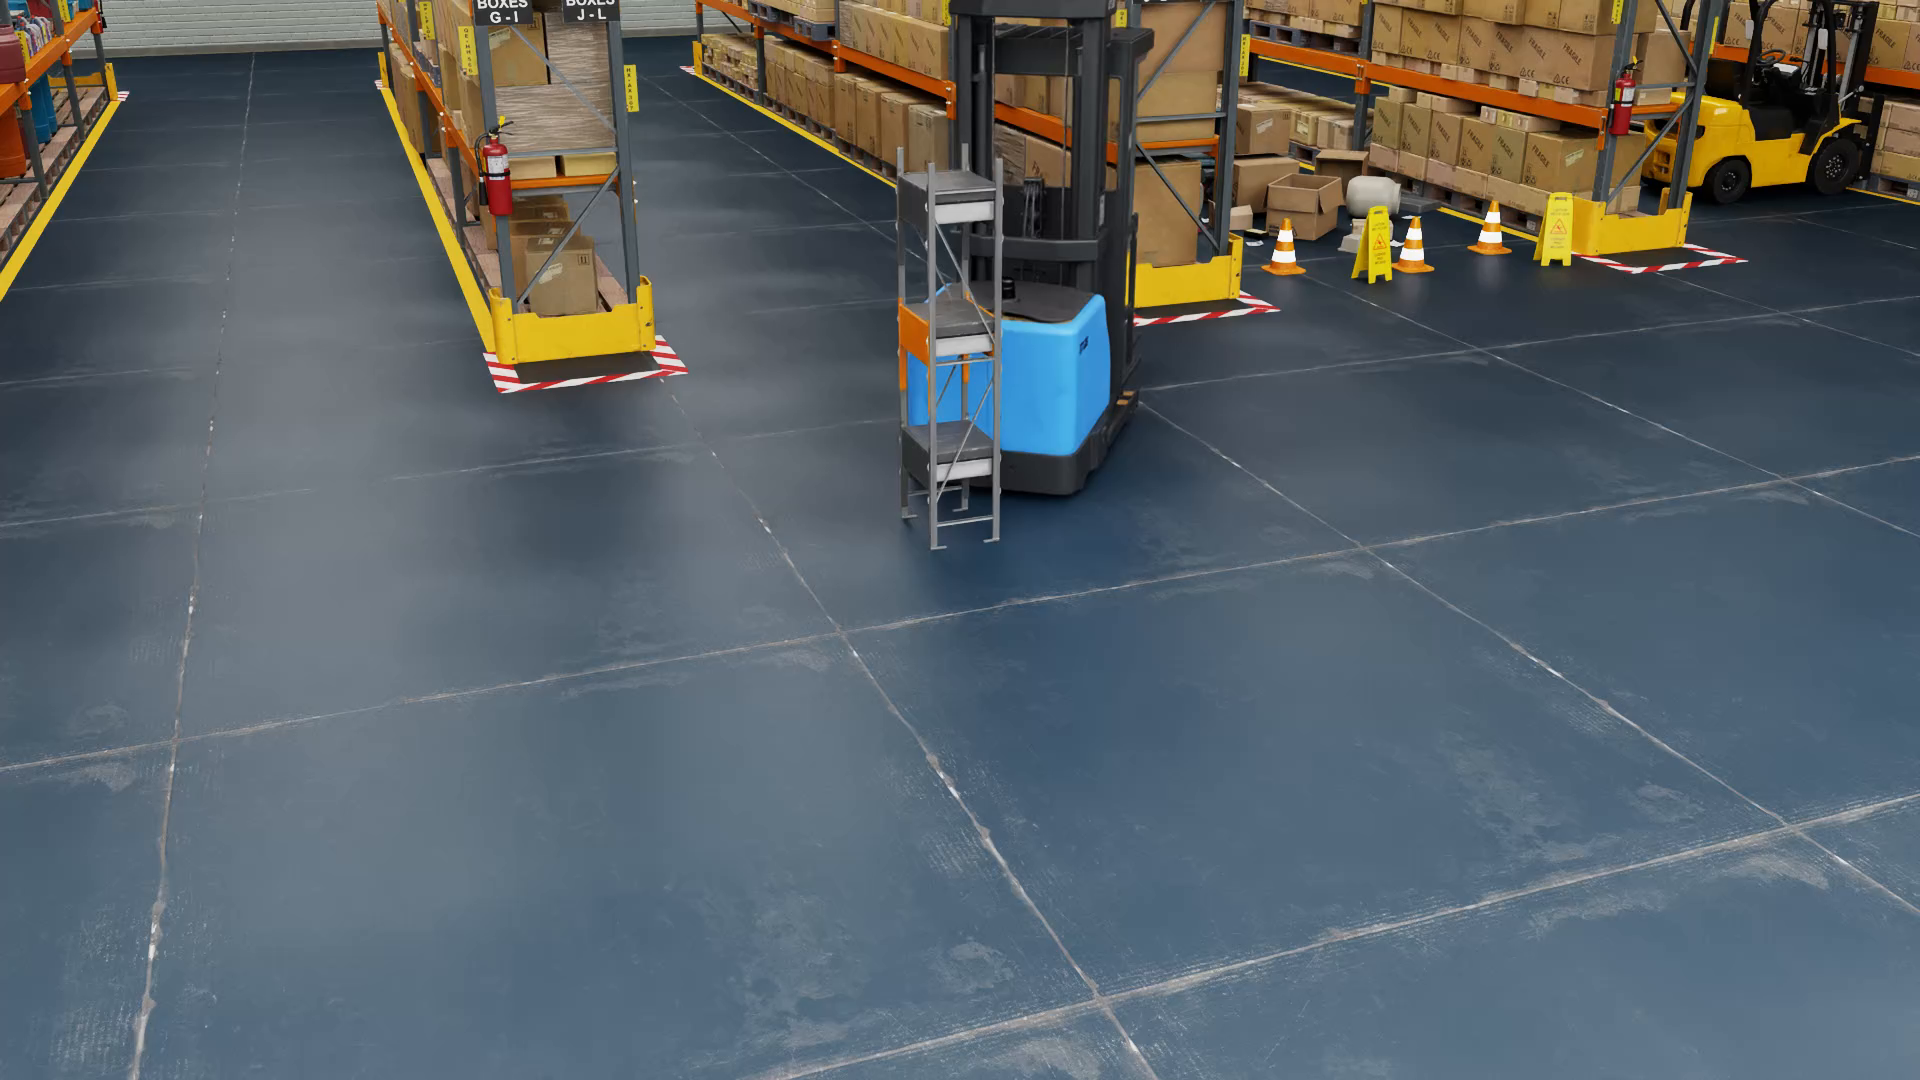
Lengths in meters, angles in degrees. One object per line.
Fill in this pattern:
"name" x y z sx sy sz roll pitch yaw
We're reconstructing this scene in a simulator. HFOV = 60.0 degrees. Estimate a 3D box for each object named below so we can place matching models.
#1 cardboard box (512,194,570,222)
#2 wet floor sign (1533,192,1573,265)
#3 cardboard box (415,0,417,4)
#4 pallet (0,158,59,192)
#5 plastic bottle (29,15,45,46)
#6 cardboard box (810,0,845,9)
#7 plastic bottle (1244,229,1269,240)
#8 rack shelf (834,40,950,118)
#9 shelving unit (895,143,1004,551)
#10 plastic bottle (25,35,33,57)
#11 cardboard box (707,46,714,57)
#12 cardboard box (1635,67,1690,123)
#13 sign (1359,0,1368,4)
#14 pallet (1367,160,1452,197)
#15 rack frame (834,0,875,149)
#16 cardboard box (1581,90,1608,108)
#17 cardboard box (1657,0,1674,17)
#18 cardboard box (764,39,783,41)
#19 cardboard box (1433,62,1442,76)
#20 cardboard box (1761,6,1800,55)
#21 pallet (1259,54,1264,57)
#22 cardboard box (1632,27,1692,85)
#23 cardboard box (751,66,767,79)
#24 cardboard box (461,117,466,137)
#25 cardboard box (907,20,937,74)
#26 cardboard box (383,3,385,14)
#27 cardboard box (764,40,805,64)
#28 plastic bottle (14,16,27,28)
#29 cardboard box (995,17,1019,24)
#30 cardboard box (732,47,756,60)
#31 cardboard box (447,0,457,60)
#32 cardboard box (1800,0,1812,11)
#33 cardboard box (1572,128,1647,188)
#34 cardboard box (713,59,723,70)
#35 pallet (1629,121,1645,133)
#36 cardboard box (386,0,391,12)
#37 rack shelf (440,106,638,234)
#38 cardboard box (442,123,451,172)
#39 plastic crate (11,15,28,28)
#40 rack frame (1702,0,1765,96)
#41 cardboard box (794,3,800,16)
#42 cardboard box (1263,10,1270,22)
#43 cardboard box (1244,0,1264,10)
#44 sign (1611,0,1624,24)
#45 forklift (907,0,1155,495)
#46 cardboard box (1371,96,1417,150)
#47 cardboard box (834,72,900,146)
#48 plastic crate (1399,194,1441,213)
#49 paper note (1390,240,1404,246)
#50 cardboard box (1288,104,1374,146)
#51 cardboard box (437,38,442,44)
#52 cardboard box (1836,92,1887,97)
"cardboard box" -3.699 -2.713 14.503 0.500 0.500 0.500 -11 25 -24
"wet floor sign" 5.445 -2.850 15.181 0.267 0.644 0.232 0 23 -1
"cardboard box" -6.189 -6.711 19.890 0.797 0.503 0.637 -8 24 -18
"pallet" -10.669 -4.014 18.501 1.003 0.211 1.213 -8 24 -19
"plastic bottle" -11.068 -6.093 19.906 0.144 0.351 0.185 -8 24 -19
"cardboard box" -1.642 -6.673 20.621 0.380 0.149 0.250 -8 24 -18
"plastic bottle" 2.878 -3.002 16.295 0.133 0.061 0.283 -18 29 -37
"rack shelf" -0.335 -5.283 18.849 1.077 0.370 4.000 -8 24 -19
"shelving unit" -0.058 -1.028 8.985 0.431 2.100 0.503 -8 24 -19
"plastic bottle" -10.625 -5.626 18.902 0.097 0.271 0.097 0 23 0
"cardboard box" -3.879 -7.932 26.955 0.380 0.149 0.250 -8 24 -19
"cardboard box" 9.147 -5.857 21.800 0.875 0.625 0.625 -9 24 -20
"sign" 4.448 -6.060 18.275 0.100 0.325 0.005 -8 24 -19
"pallet" 5.237 -4.080 18.658 1.003 0.211 1.213 -8 24 -19
"rack frame" -1.042 -6.341 20.434 1.000 3.000 0.127 -8 24 -19
"cardboard box" 6.047 -4.141 15.537 0.380 0.149 0.250 -8 24 -17
"cardboard box" 9.007 -6.777 21.016 0.500 0.250 0.500 -9 24 -20
"cardboard box" -3.019 -7.876 26.438 0.380 0.149 0.250 -7 24 -17
"cardboard box" 5.216 -4.966 17.493 0.380 0.149 0.250 -8 24 -19
"cardboard box" 9.721 -5.948 19.372 0.500 0.500 0.500 -8 24 -18
"pallet" 5.679 -9.044 30.437 1.003 0.211 1.213 -8 24 -19
"cardboard box" 6.471 -4.544 15.657 0.500 0.500 0.500 -9 24 -20
"cardboard box" -2.864 -6.883 24.464 0.380 0.149 0.250 -8 24 -18
"cardboard box" -3.968 -3.466 13.935 0.380 0.149 0.250 -8 24 -19
"cardboard box" -0.242 -5.271 17.764 0.500 0.500 0.500 -9 24 -20
"cardboard box" -7.999 -7.568 23.667 0.380 0.149 0.250 -9 24 -20
"cardboard box" -2.441 -6.877 23.417 0.500 0.250 0.500 -9 25 -21
"plastic bottle" -11.203 -6.073 19.860 0.144 0.351 0.185 -8 24 -19
"cardboard box" 0.834 -4.917 15.471 0.875 0.550 0.550 -8 24 -19
"cardboard box" -3.247 -7.410 25.333 0.380 0.149 0.250 -10 25 -22
"cardboard box" -3.842 -4.146 13.427 0.500 0.500 0.500 -8 24 -19
"cardboard box" 9.795 -6.099 18.895 0.380 0.149 0.250 -9 24 -20
"cardboard box" 6.344 -3.762 16.348 0.500 0.500 0.500 -9 25 -21
"cardboard box" -3.731 -7.613 26.580 0.380 0.149 0.250 -8 24 -18
"pallet" 9.312 -5.264 21.467 1.003 0.211 1.213 -8 24 -19
"cardboard box" -7.532 -7.343 22.621 0.500 0.250 0.500 -9 24 -20
"rack shelf" -3.598 -3.186 13.873 1.077 0.370 4.000 -8 24 -19
"cardboard box" -5.255 -4.308 18.261 0.700 0.500 0.500 -10 25 -23
"plastic crate" -12.411 -6.742 21.661 0.437 0.125 0.590 -8 24 -19
"rack frame" 9.609 -6.286 20.303 1.000 3.000 0.127 -8 24 -19
"cardboard box" -1.908 -6.810 21.329 0.380 0.149 0.250 -9 24 -20
"cardboard box" 3.988 -6.502 20.596 0.380 0.149 0.250 -7 24 -17
"cardboard box" 3.880 -6.858 20.608 0.500 0.500 0.500 -8 24 -18
"sign" 5.853 -4.761 14.786 0.100 0.325 0.005 -8 24 -19
"forklift" 0.581 -2.157 10.594 1.130 2.935 3.031 6 24 15
"cardboard box" 4.922 -4.625 18.394 0.500 0.500 0.500 -7 24 -16
"cardboard box" -0.911 -5.265 20.235 1.050 0.750 0.750 -9 24 -20
"plastic crate" 4.754 -3.576 17.630 0.402 0.080 0.583 -18 29 -37
"paper note" 4.183 -2.853 15.979 0.148 0.019 0.142 -18 29 -37
"cardboard box" 4.521 -5.038 20.183 0.950 0.372 0.625 -7 24 -16
"cardboard box" -4.204 -4.255 14.973 0.875 0.500 0.500 -8 24 -19
"cardboard box" 10.022 -4.897 18.718 0.500 0.250 0.500 -9 24 -20
